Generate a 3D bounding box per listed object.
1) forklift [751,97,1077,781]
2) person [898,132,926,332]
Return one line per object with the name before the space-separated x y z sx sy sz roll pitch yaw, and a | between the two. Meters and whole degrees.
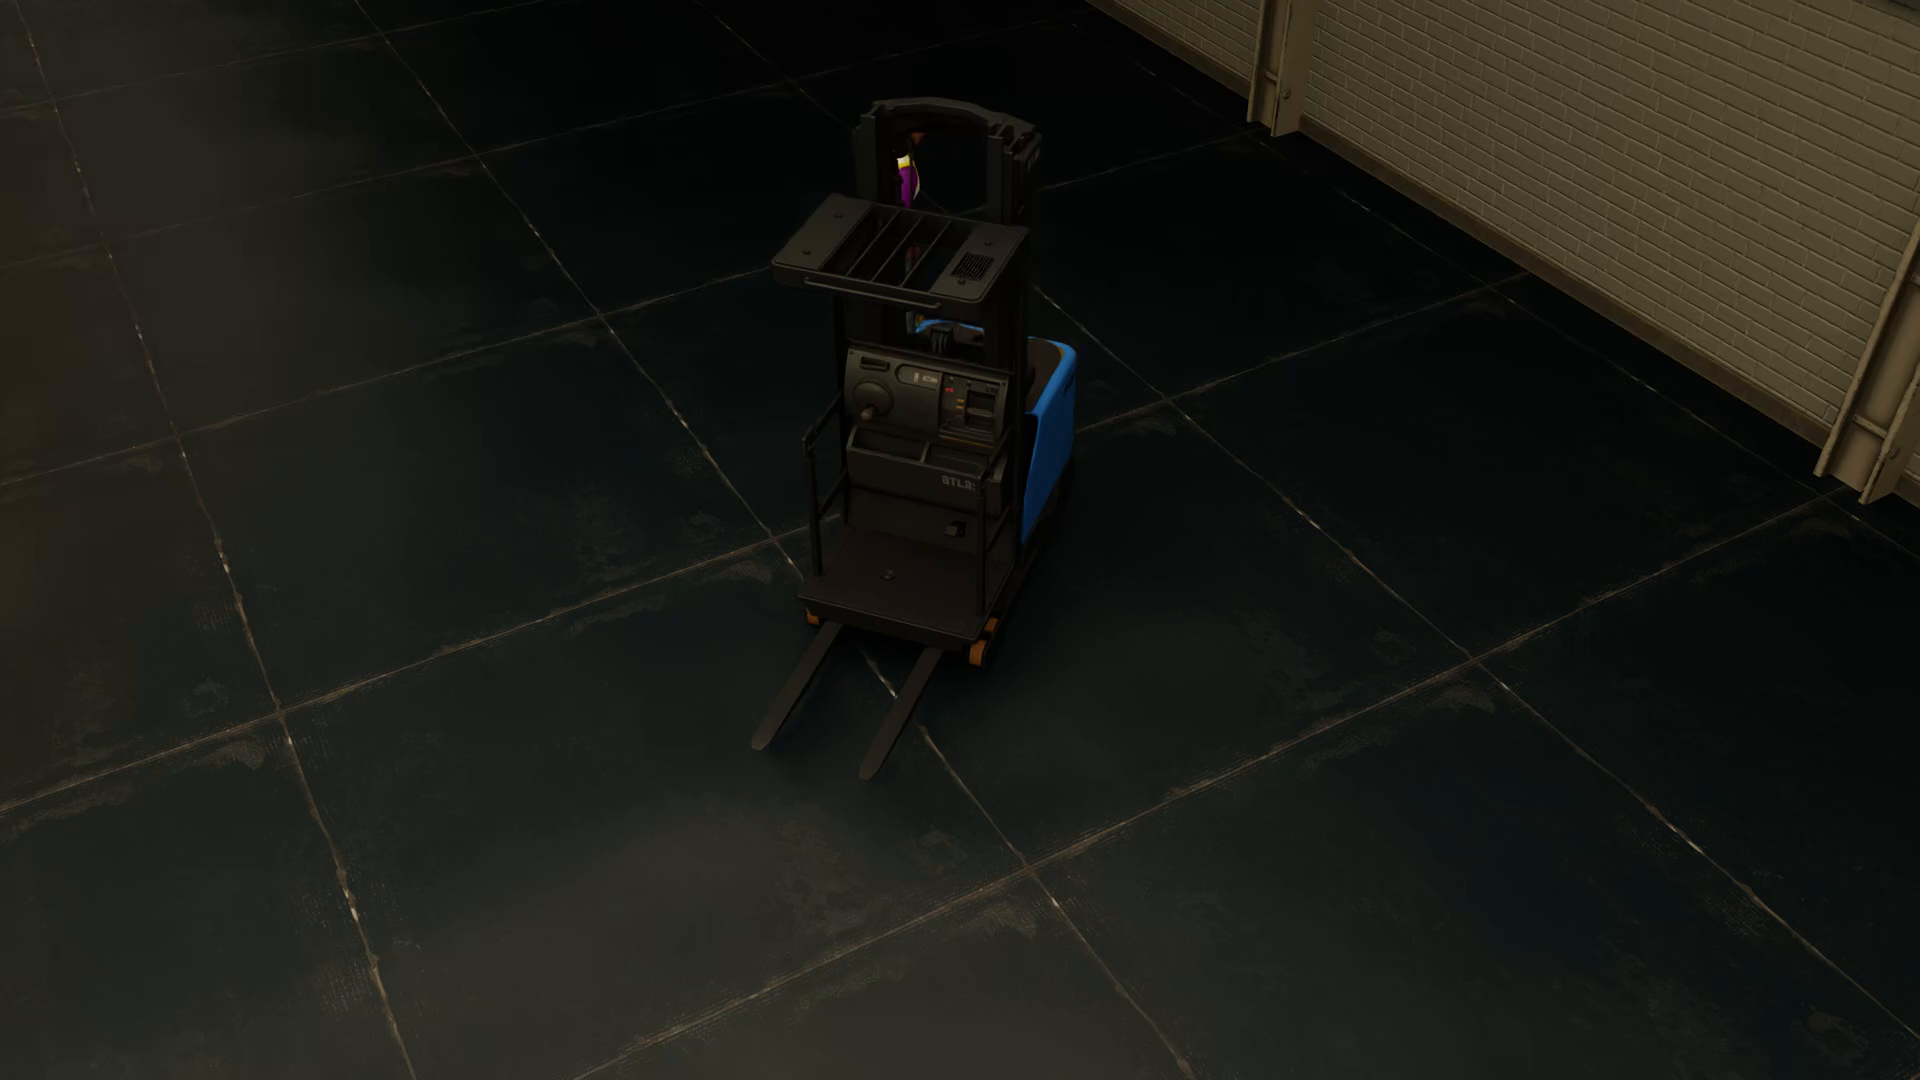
forklift | -0.259 -0.707 8.888 1.130 2.935 3.031 13 41 15
person | -0.402 -2.175 11.579 0.461 1.759 0.629 -9 41 -11
